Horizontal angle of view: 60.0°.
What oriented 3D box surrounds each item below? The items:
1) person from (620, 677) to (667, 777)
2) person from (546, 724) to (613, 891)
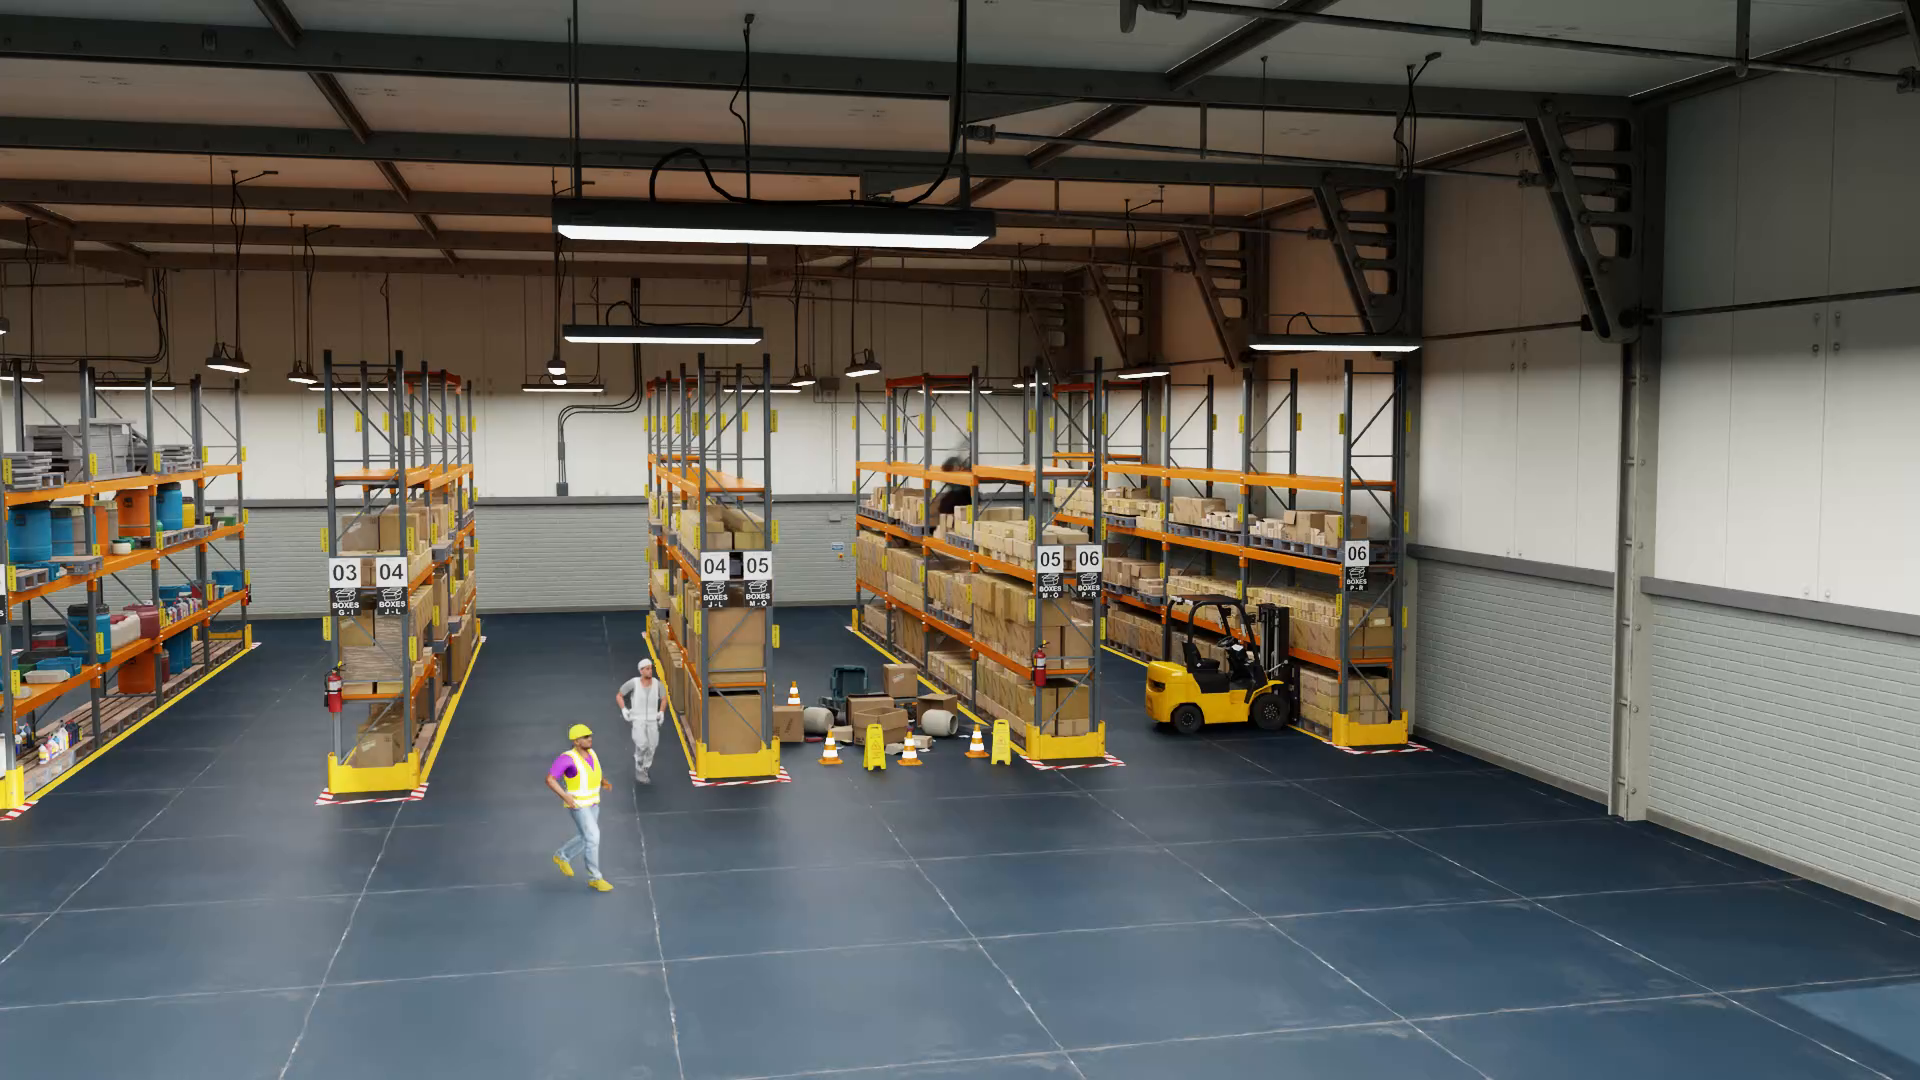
[{"bbox_3d":[-4.343,2.609,23.036,0.638,1.456,0.585,-2,4,-25],"label":"person"},{"bbox_3d":[-4.105,2.868,17.970,0.826,1.770,0.701,2,4,21],"label":"person"}]
